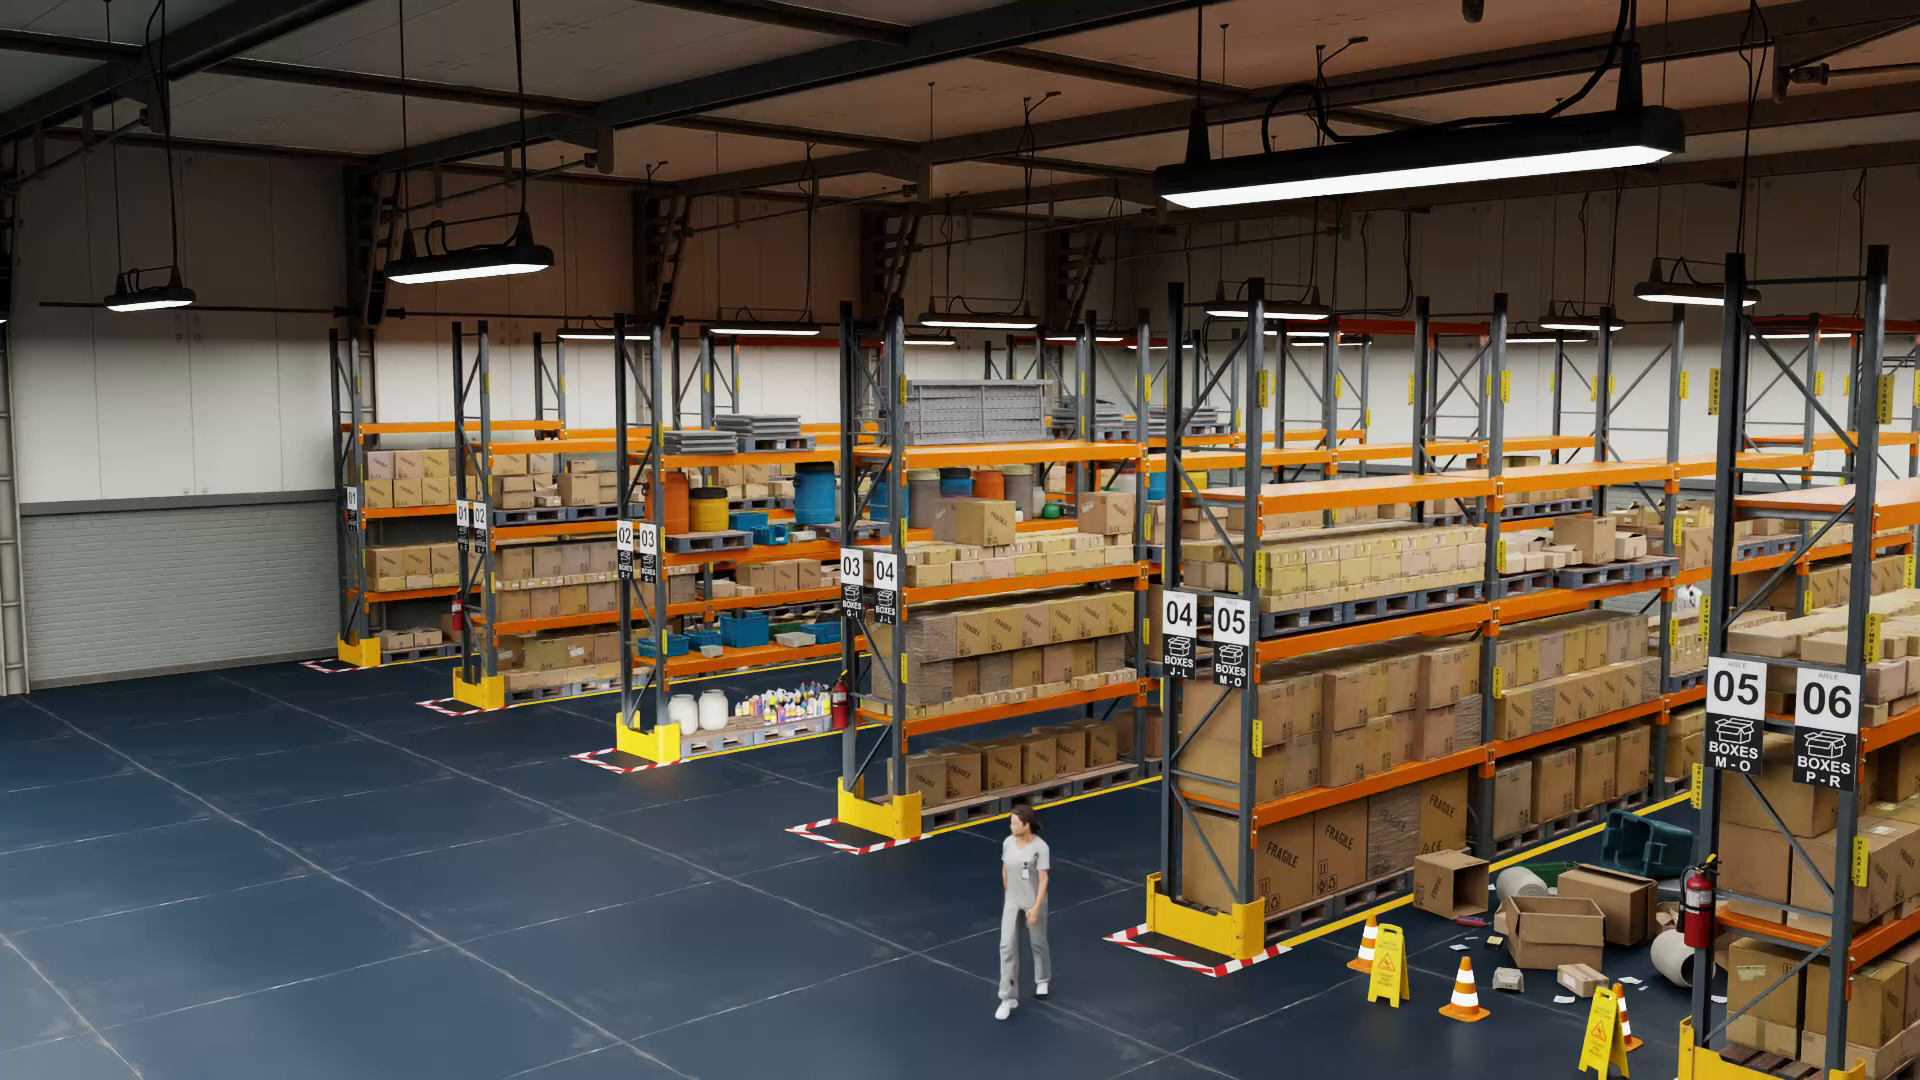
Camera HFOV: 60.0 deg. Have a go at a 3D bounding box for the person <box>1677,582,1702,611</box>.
[{"bbox_3d":[13.081,1.376,29.896,0.508,1.619,1.032,5,7,39],"label":"person"}]

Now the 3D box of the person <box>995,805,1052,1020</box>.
[{"bbox_3d":[0.514,2.988,13.614,0.467,1.650,0.870,3,6,25],"label":"person"}]
